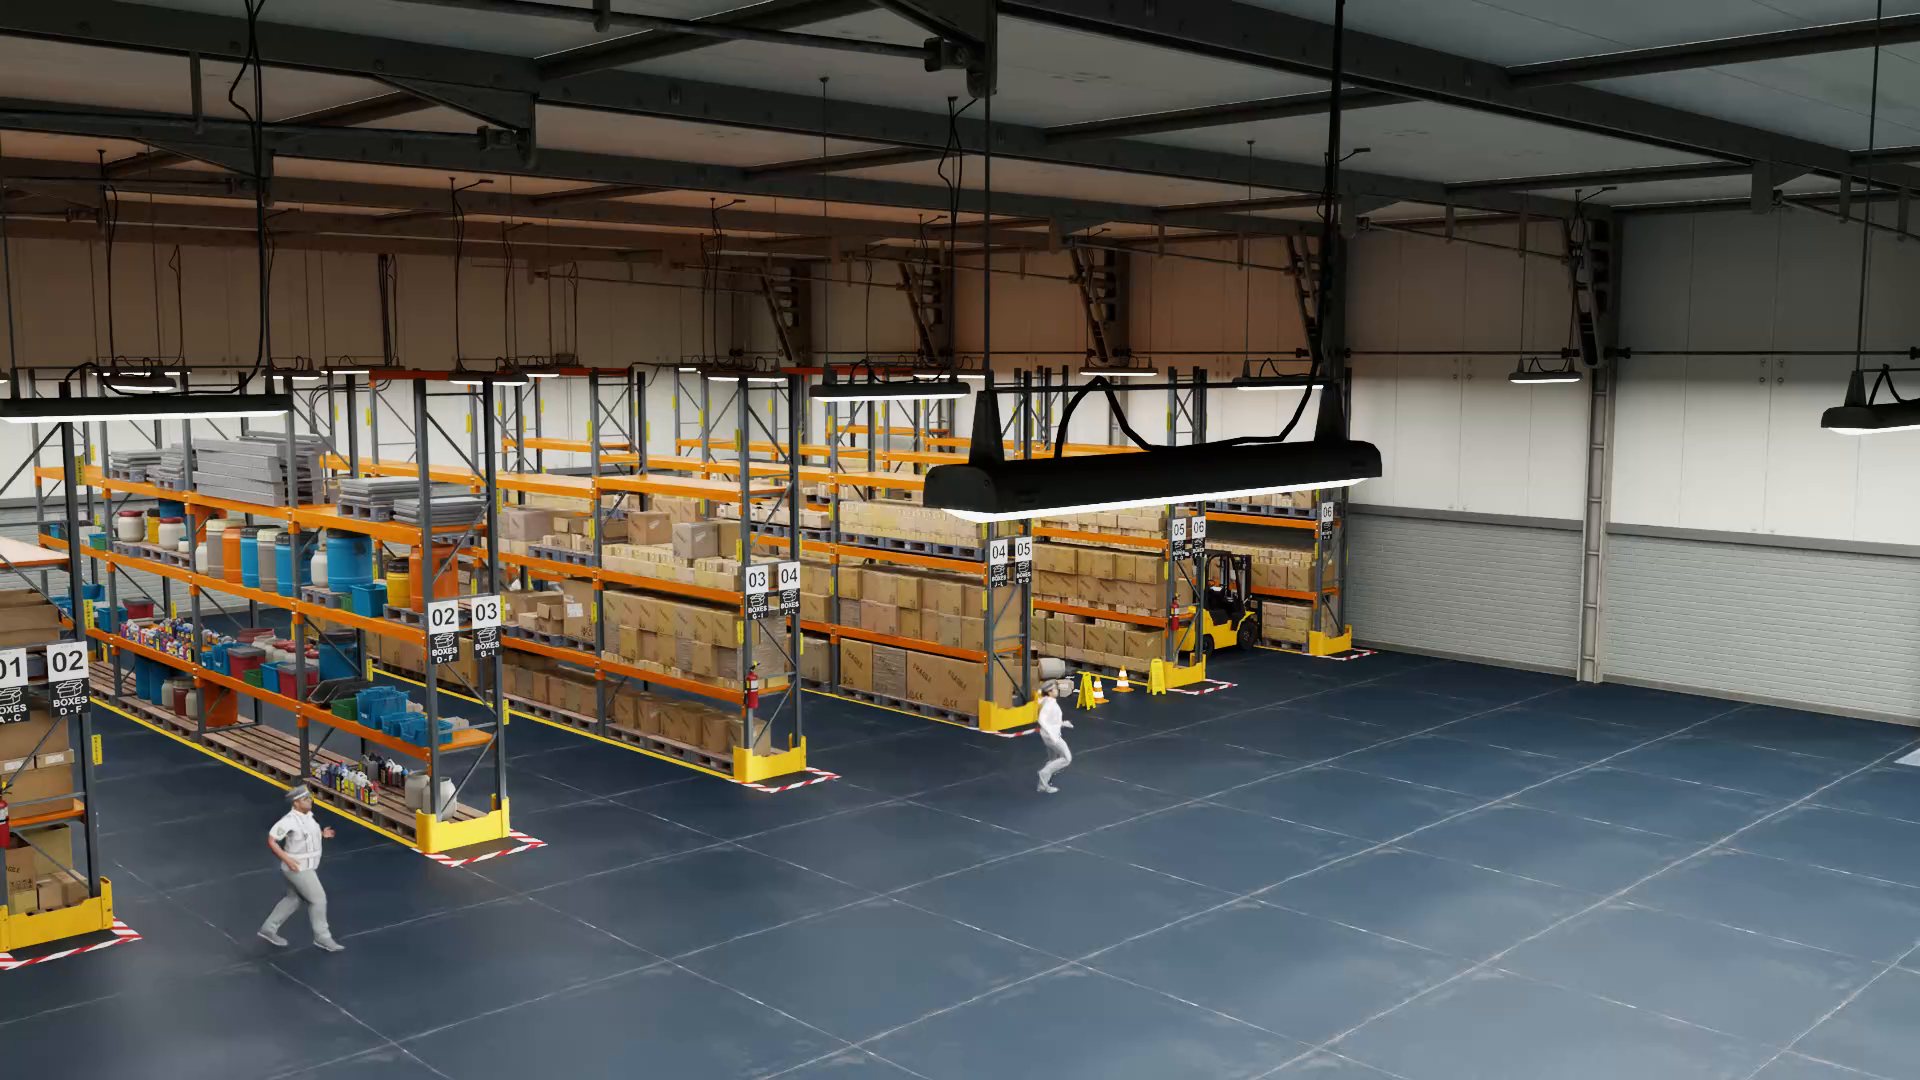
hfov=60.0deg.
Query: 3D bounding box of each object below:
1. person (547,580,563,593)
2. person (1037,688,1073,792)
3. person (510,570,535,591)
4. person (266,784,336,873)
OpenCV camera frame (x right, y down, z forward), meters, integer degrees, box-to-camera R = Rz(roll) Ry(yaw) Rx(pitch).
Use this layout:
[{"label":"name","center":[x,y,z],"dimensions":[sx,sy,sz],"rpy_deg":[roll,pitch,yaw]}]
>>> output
[{"label":"person","center":[-10.001,0.780,40.880],"dimensions":[0.774,1.658,0.705],"rpy_deg":[2,7,19]},{"label":"person","center":[1.361,2.836,23.913],"dimensions":[0.547,1.604,0.614],"rpy_deg":[-1,6,-5]},{"label":"person","center":[-9.563,1.438,36.344],"dimensions":[0.615,1.654,0.622],"rpy_deg":[-5,8,-37]},{"label":"person","center":[-6.939,3.014,17.563],"dimensions":[0.635,0.899,0.636],"rpy_deg":[-1,7,-13]}]
